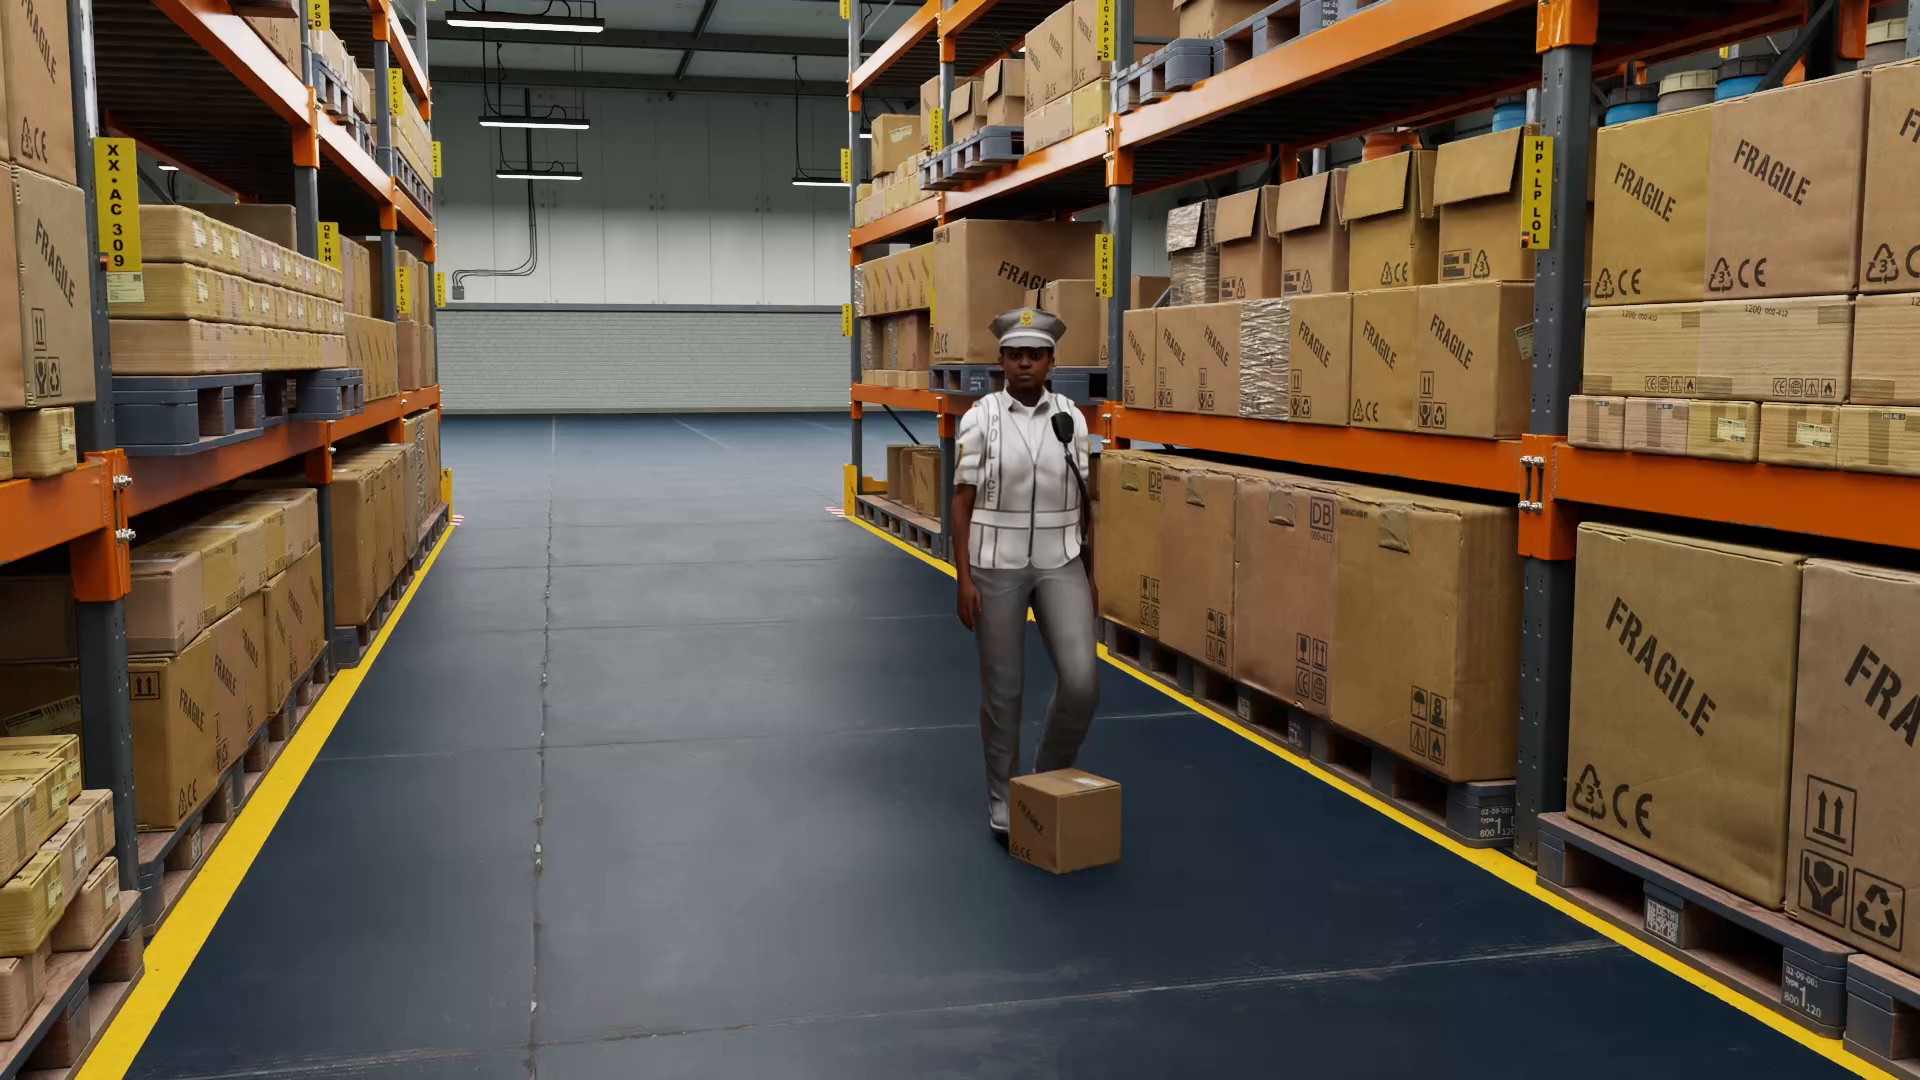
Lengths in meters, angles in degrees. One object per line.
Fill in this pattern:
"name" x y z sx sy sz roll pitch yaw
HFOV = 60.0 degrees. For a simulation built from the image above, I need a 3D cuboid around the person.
"person" 0.218 0.127 5.292 0.486 1.719 0.469 0 6 -4
